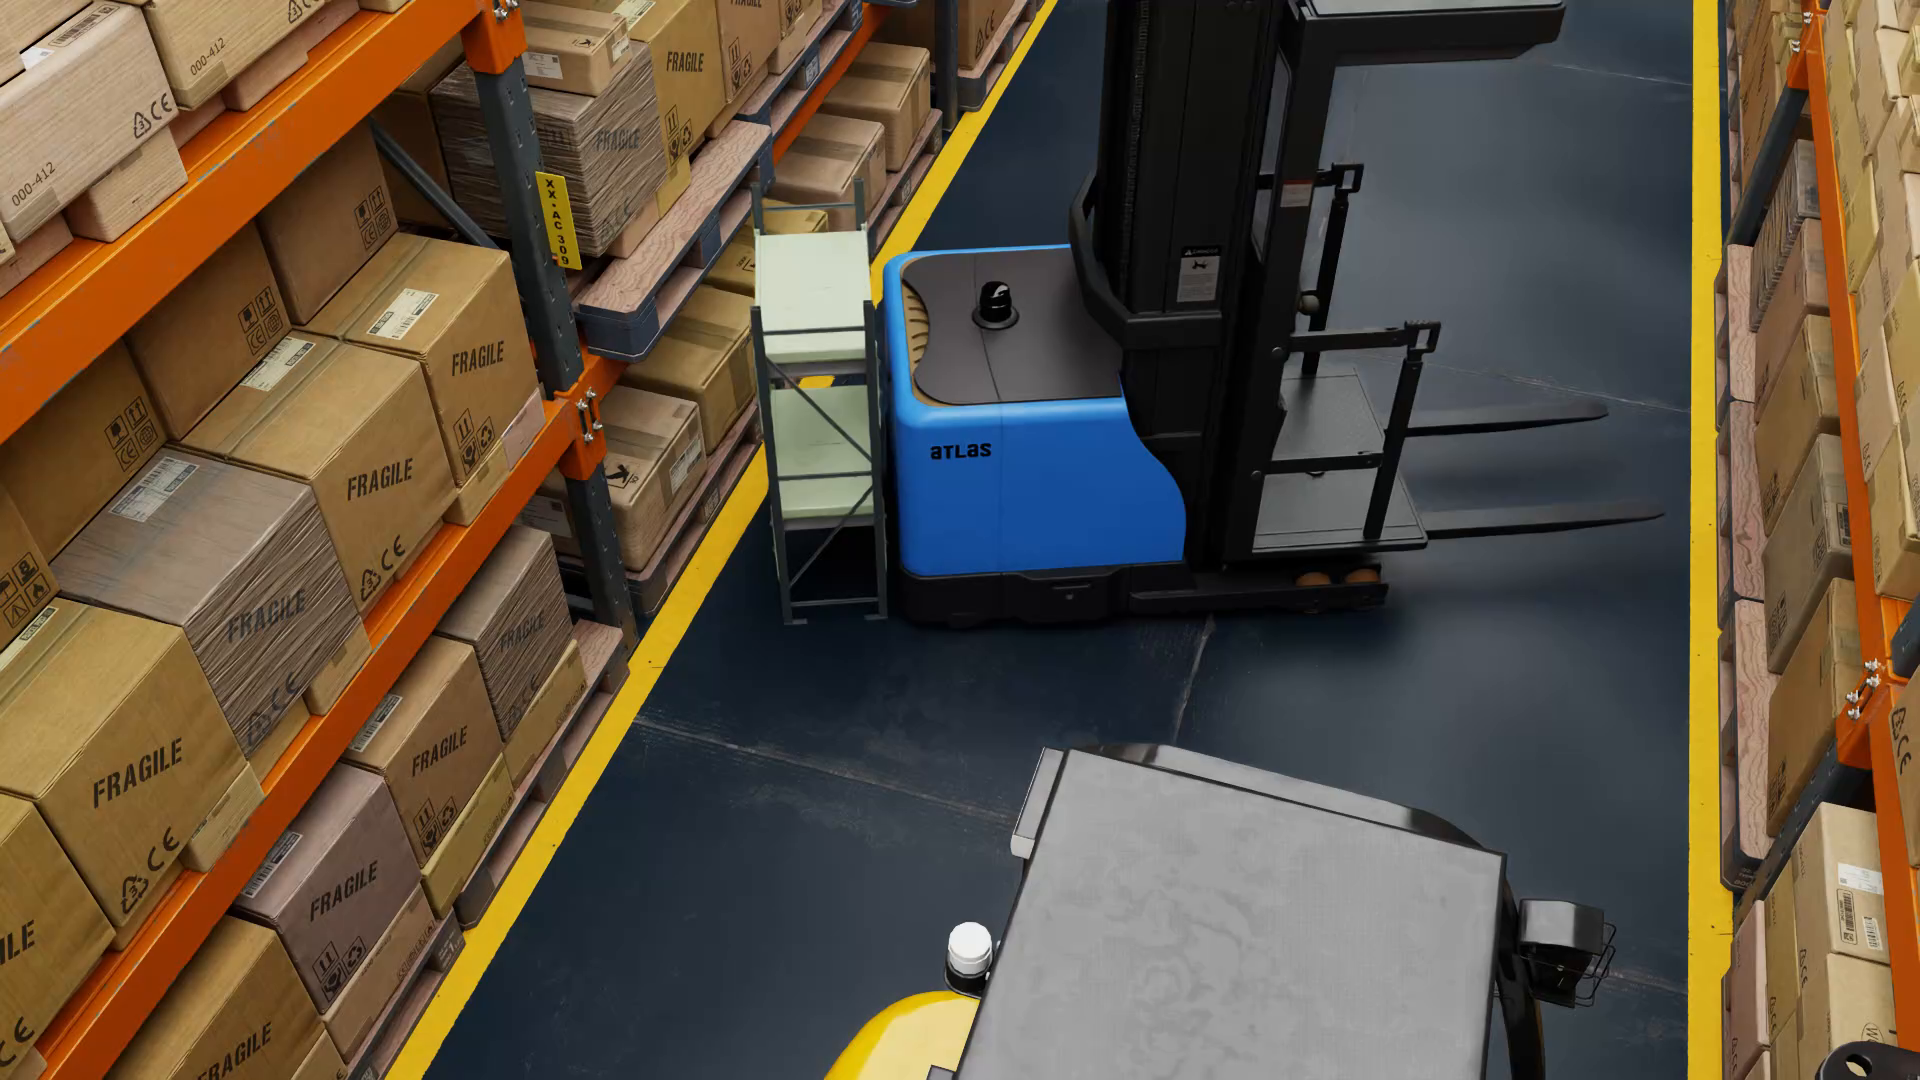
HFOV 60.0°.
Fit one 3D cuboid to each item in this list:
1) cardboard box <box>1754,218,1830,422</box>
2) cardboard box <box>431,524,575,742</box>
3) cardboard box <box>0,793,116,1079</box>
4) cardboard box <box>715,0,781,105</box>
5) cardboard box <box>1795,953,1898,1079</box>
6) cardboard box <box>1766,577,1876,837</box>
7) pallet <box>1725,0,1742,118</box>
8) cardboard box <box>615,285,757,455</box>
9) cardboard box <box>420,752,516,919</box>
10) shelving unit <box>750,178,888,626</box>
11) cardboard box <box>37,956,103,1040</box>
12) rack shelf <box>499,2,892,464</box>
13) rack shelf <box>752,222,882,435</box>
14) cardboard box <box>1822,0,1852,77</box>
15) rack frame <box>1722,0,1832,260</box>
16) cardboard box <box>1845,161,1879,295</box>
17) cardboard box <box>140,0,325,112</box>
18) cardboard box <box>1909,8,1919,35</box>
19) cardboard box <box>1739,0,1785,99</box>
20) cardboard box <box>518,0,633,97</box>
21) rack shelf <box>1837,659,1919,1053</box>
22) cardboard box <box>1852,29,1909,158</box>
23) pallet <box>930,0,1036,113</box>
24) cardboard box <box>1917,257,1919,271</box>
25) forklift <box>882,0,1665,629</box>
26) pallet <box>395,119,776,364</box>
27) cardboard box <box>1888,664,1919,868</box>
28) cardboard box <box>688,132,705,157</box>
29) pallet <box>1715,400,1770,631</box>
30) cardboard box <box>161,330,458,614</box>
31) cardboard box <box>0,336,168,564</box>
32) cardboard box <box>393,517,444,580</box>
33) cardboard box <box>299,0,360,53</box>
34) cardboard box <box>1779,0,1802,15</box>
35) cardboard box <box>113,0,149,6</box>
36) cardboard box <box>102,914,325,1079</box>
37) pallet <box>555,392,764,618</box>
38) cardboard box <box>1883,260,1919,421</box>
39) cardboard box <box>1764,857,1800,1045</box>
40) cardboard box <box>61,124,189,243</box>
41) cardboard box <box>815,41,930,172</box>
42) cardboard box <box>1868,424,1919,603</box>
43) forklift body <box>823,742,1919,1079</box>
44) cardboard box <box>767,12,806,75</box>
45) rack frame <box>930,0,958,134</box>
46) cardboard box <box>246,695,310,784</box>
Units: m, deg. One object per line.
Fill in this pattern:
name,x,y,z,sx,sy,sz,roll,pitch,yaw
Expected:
cardboard box,3.833,-0.818,6.839,0.875,0.625,0.625,14,46,14
cardboard box,-1.641,0.267,5.462,0.500,0.500,0.500,12,46,12
cardboard box,-2.214,0.832,3.471,0.500,0.500,0.500,12,46,12
cardboard box,-0.988,-1.954,6.017,0.500,0.500,0.500,12,46,12
cardboard box,2.404,1.370,4.156,0.500,0.250,0.500,13,46,13
cardboard box,3.161,0.648,5.340,0.875,0.625,0.625,14,46,14
pallet,4.859,-2.670,9.328,1.003,0.211,1.213,13,46,13
cardboard box,-1.347,-0.790,6.991,0.950,0.372,0.625,15,46,15
cardboard box,-1.792,0.892,5.360,0.500,0.250,0.500,11,46,11
shelving unit,-0.512,-0.480,6.168,0.431,1.500,0.755,-4,44,-4
cardboard box,-2.218,0.966,3.798,0.380,0.149,0.250,14,46,14
rack shelf,-1.112,-1.825,6.985,1.077,0.370,4.000,13,46,13
rack shelf,-0.512,-0.759,5.895,0.431,0.370,0.720,-4,44,-4
cardboard box,3.858,-2.069,6.827,0.500,0.250,0.500,13,46,13
rack frame,4.225,-2.366,7.024,1.000,3.000,0.127,13,46,13
cardboard box,3.393,-1.044,5.780,0.500,0.250,0.500,14,46,14
cardboard box,-1.747,-1.186,3.567,0.500,0.250,0.500,12,46,12
cardboard box,3.601,-1.778,5.887,0.380,0.149,0.250,13,46,13
cardboard box,4.466,-2.631,8.781,0.500,0.500,0.500,14,46,14
cardboard box,-1.238,-1.512,5.102,0.380,0.149,0.250,12,46,12
rack shelf,2.408,1.890,3.188,1.077,0.370,4.000,13,46,13
cardboard box,3.530,-1.569,5.958,0.500,0.250,0.500,11,46,11
pallet,-0.196,-2.928,9.591,1.003,0.211,1.213,13,46,13
cardboard box,3.044,-0.774,4.861,0.380,0.149,0.250,11,45,11
forklift,1.239,-1.132,5.811,3.031,2.935,1.130,-4,44,-4
pallet,-1.348,-1.159,5.927,1.003,0.211,1.213,13,46,13
cardboard box,2.631,0.505,4.018,0.500,0.500,0.500,11,46,11
cardboard box,-1.152,-1.481,5.998,0.380,0.149,0.250,15,46,15
pallet,3.568,-0.019,6.618,1.003,0.211,1.213,13,46,13
cardboard box,-1.765,-0.198,4.523,0.500,0.500,0.500,14,46,14
cardboard box,-2.411,-0.336,3.950,0.700,0.500,0.500,12,46,12
cardboard box,-1.747,-0.055,4.842,0.380,0.149,0.250,13,46,13
cardboard box,-1.683,-1.307,3.976,0.380,0.149,0.250,13,46,13
cardboard box,4.309,-2.592,8.278,0.380,0.149,0.250,11,45,11
cardboard box,-1.729,-1.214,3.311,0.380,0.149,0.250,14,46,14
cardboard box,-2.101,1.305,4.402,0.500,0.500,0.500,13,46,13
pallet,-1.483,-0.272,6.877,1.003,0.211,1.213,13,46,13
cardboard box,3.068,-0.551,4.918,0.500,0.250,0.500,11,46,11
cardboard box,2.573,1.211,4.676,0.500,0.250,0.500,12,46,12
cardboard box,-1.848,-0.773,3.431,0.380,0.149,0.250,14,46,14
cardboard box,-0.687,-2.252,8.485,0.950,0.372,0.625,10,45,10
cardboard box,2.917,-0.038,4.751,0.500,0.250,0.500,14,46,13
forklift body,0.638,1.619,3.558,2.313,2.155,1.214,13,46,13
cardboard box,-0.828,-1.974,6.502,0.380,0.149,0.250,14,46,14
rack frame,-0.506,-3.415,8.095,1.000,3.000,0.127,13,46,13
cardboard box,-1.935,0.462,4.313,0.380,0.149,0.250,12,46,12
